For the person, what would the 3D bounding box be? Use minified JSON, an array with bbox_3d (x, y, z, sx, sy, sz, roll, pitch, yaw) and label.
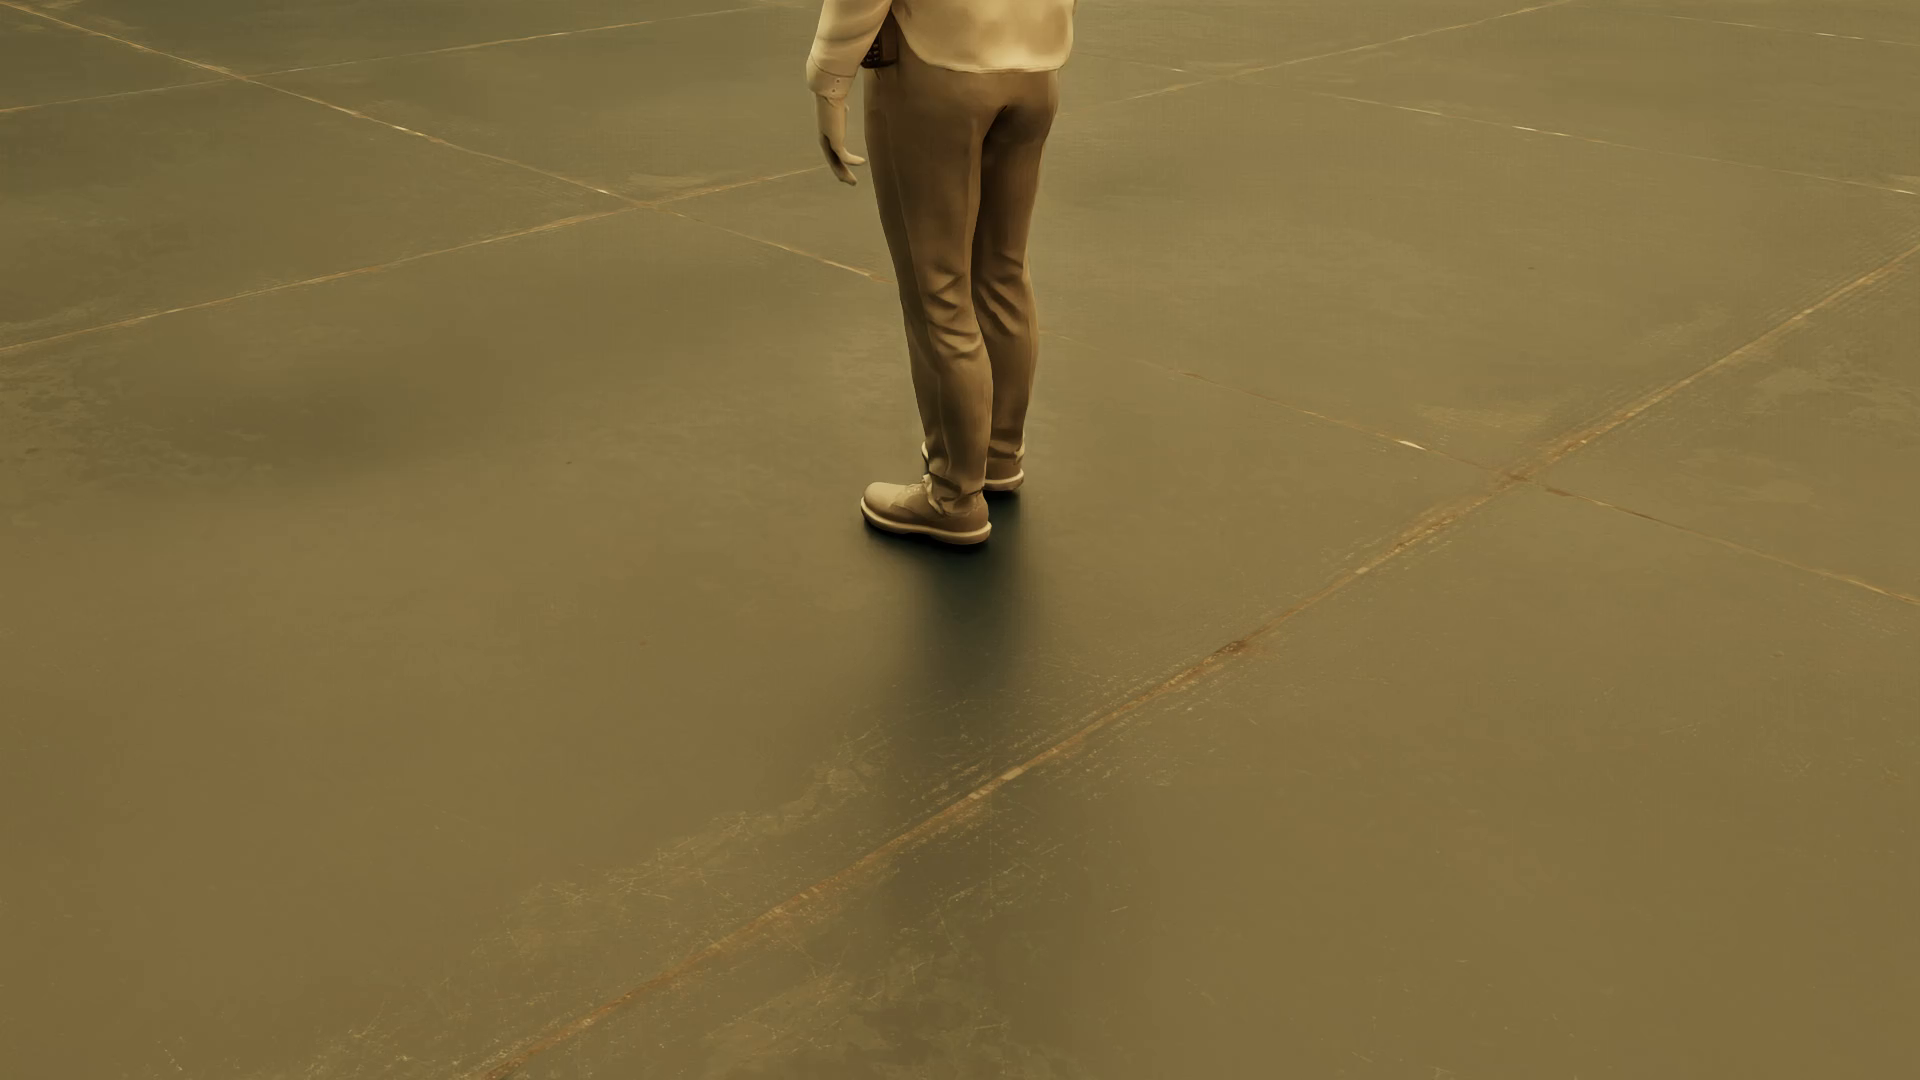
[{"bbox_3d":[-0.044,-0.791,2.777,0.587,1.695,0.531,-24,35,-39],"label":"person"}]
